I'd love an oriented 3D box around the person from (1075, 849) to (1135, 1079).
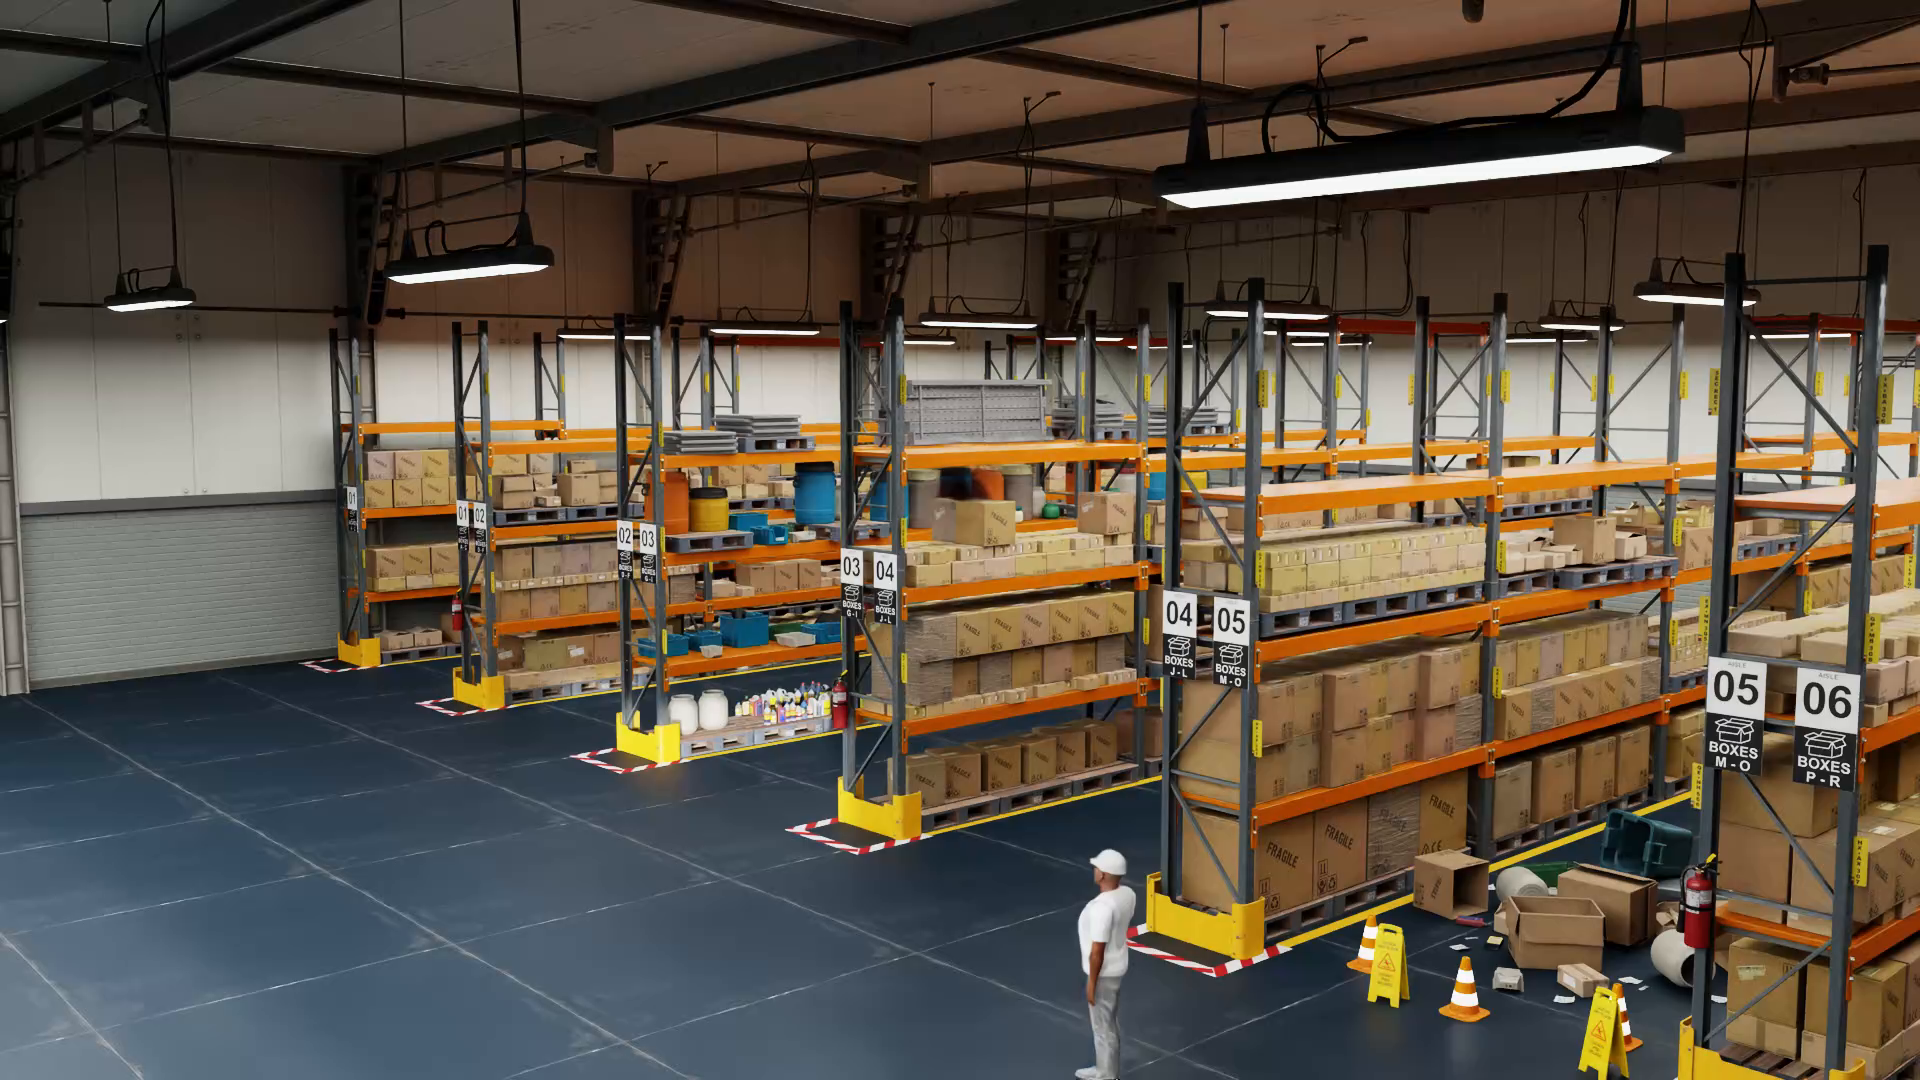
[{"bbox_3d":[1.031,3.093,11.985,0.431,1.769,0.630,1,6,12],"label":"person"}]
